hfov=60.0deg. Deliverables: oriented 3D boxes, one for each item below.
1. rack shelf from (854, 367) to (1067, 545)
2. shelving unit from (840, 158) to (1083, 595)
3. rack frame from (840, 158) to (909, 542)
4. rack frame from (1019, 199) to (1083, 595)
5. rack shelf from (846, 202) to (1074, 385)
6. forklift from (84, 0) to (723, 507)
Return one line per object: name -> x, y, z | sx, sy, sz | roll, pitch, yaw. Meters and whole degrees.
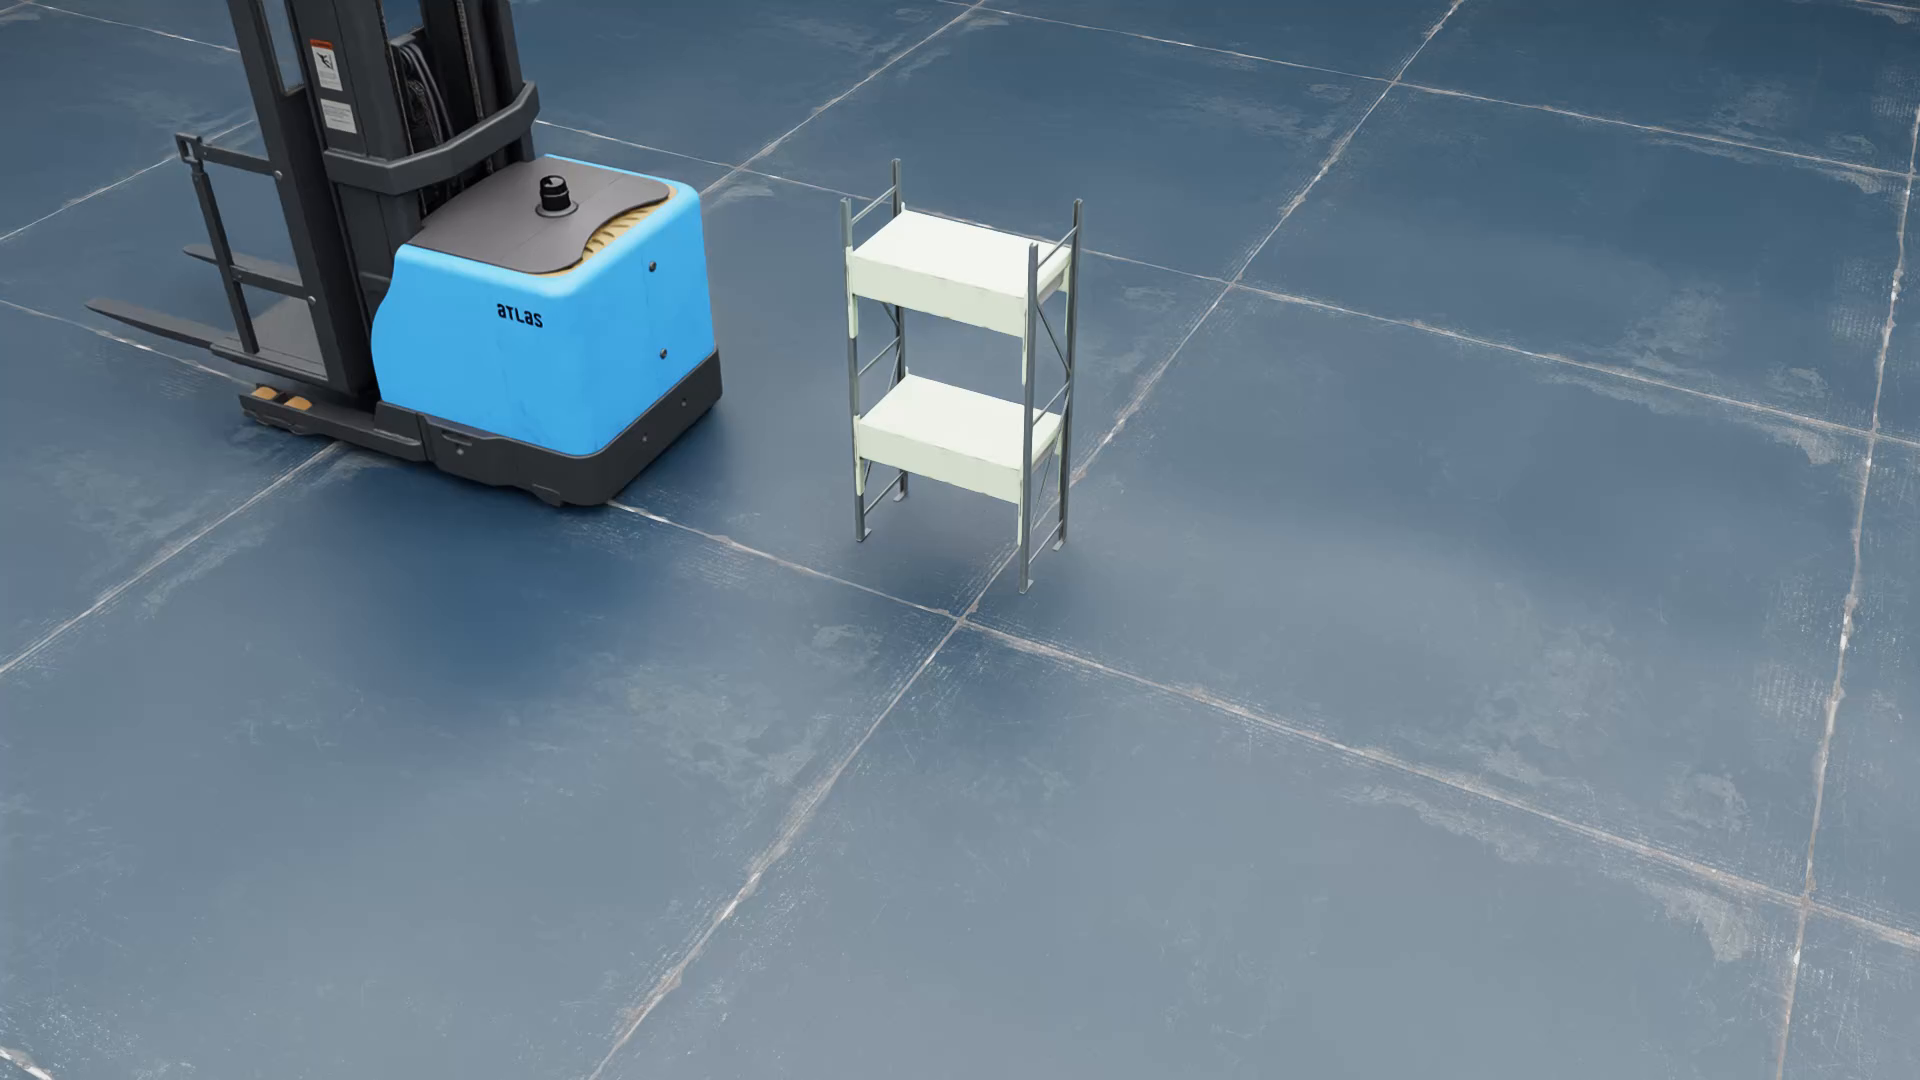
rack shelf -> 0.006, -0.336, 6.491 | 0.720, 0.370, 0.431 | 17, 41, 21
shelving unit -> 0.006, -0.596, 6.294 | 0.755, 1.500, 0.431 | 17, 41, 21
rack frame -> -0.319, -0.697, 6.428 | 0.023, 1.500, 0.400 | 17, 41, 21
rack frame -> 0.331, -0.494, 6.160 | 0.023, 1.500, 0.400 | 17, 41, 21
rack shelf -> 0.006, -0.906, 6.058 | 0.720, 0.370, 0.431 | 17, 41, 21
forklift -> -2.630, -1.903, 6.833 | 3.031, 2.935, 1.130 | 16, 40, 20
